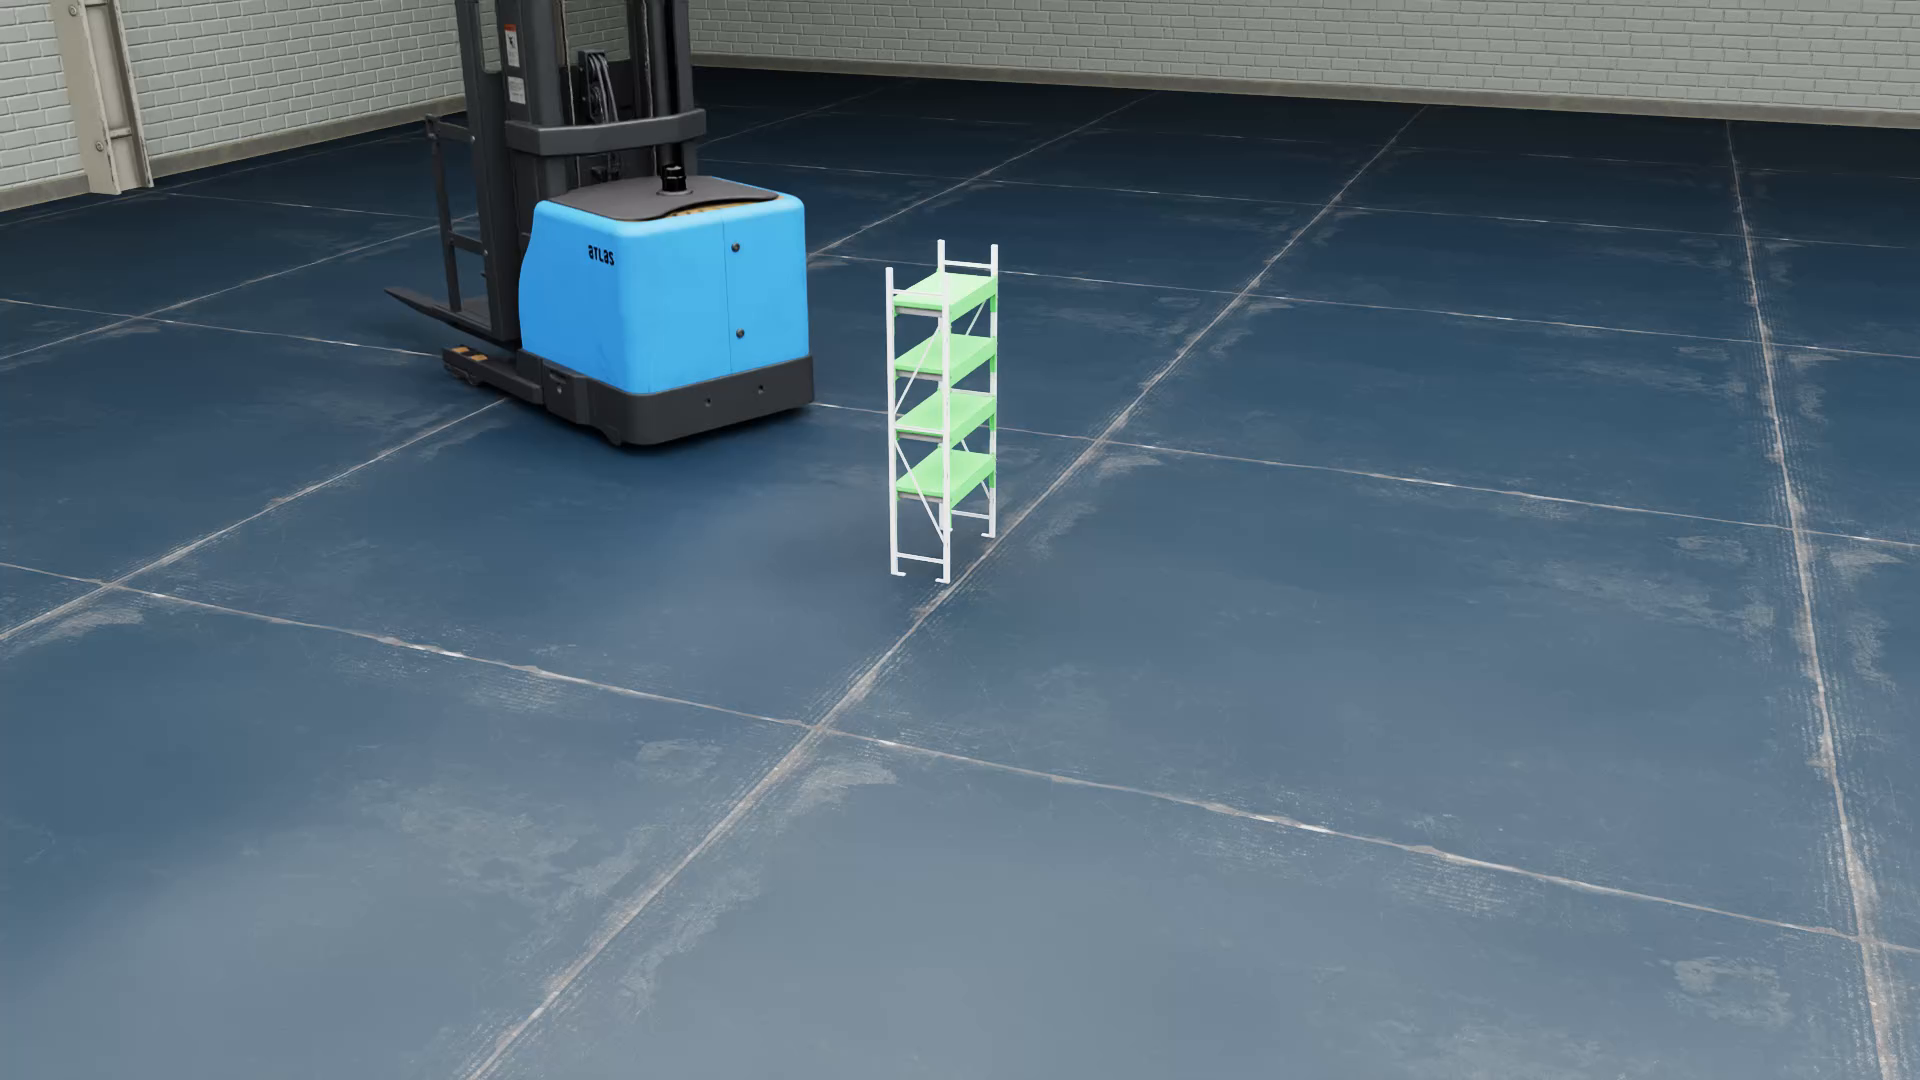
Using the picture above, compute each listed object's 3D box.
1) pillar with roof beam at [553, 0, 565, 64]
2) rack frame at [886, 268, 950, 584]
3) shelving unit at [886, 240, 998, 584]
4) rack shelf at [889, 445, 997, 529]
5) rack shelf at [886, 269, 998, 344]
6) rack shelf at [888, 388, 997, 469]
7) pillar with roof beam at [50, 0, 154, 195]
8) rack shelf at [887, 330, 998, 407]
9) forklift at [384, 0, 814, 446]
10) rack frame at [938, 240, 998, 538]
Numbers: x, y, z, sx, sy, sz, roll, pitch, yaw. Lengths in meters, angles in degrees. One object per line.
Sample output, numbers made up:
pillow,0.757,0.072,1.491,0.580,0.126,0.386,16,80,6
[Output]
pillar with roof beam,-0.655,-8.563,15.574,9.100,9.000,0.400,9,24,20
rack frame,-0.152,-0.407,6.168,0.240,1.200,0.015,9,24,20
shelving unit,-0.061,-0.494,6.377,0.258,1.200,0.503,9,24,20
rack shelf,-0.061,-0.214,6.494,0.258,0.148,0.480,9,24,20
rack shelf,-0.061,-0.878,6.217,0.258,0.148,0.480,9,24,20
rack shelf,-0.061,-0.435,6.402,0.258,0.148,0.480,9,24,20
pillar with roof beam,-2.883,-6.416,10.434,9.100,9.000,0.400,9,24,20
rack shelf,-0.061,-0.657,6.309,0.258,0.148,0.480,9,24,20
forklift,-2.086,-2.269,8.380,1.130,2.935,3.031,-19,30,-39
rack frame,0.029,-0.582,6.586,0.240,1.200,0.015,9,24,20
